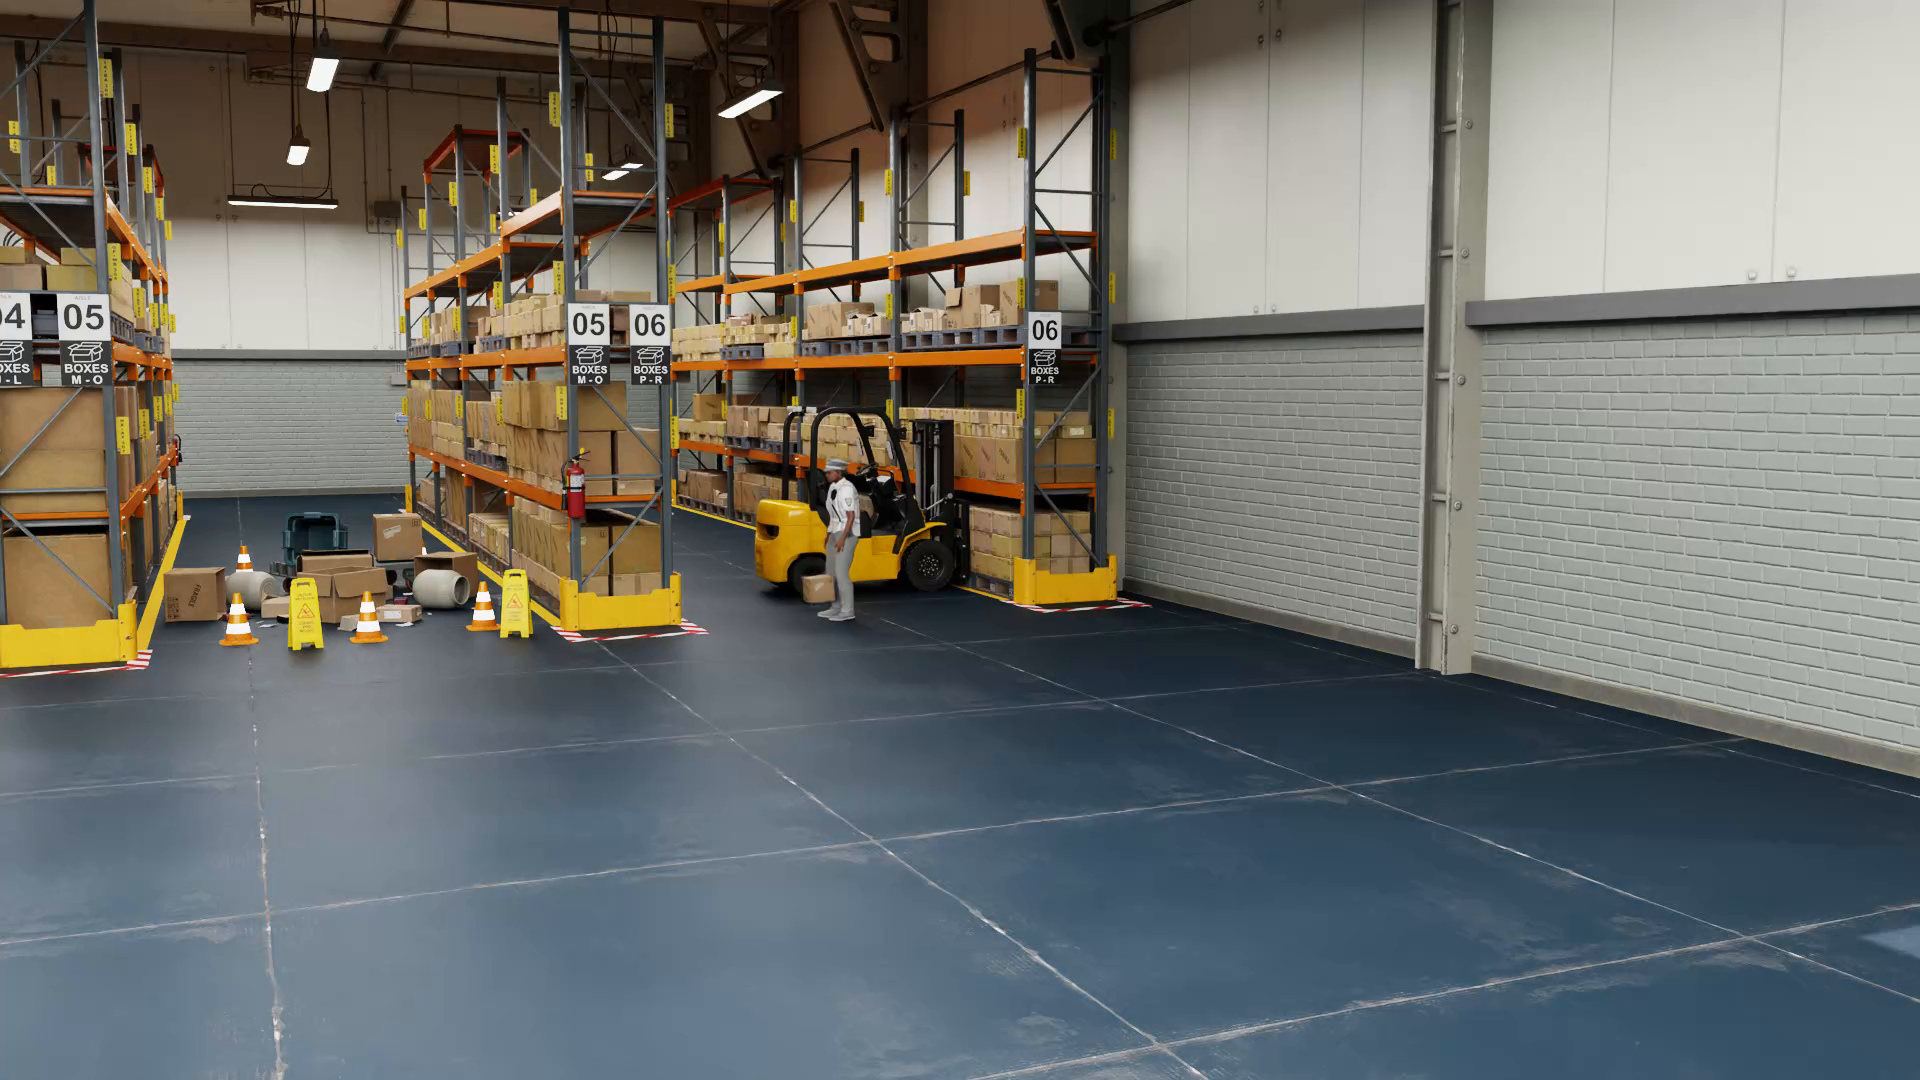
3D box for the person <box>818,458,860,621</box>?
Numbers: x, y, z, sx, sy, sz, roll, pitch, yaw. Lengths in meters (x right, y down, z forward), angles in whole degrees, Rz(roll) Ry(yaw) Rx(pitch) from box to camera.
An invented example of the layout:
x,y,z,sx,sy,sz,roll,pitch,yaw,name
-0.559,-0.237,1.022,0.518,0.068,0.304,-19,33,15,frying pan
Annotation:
x,y,z,sx,sy,sz,roll,pitch,yaw,name
-1.232,-0.014,17.120,0.374,1.665,0.498,-3,6,-25,person
